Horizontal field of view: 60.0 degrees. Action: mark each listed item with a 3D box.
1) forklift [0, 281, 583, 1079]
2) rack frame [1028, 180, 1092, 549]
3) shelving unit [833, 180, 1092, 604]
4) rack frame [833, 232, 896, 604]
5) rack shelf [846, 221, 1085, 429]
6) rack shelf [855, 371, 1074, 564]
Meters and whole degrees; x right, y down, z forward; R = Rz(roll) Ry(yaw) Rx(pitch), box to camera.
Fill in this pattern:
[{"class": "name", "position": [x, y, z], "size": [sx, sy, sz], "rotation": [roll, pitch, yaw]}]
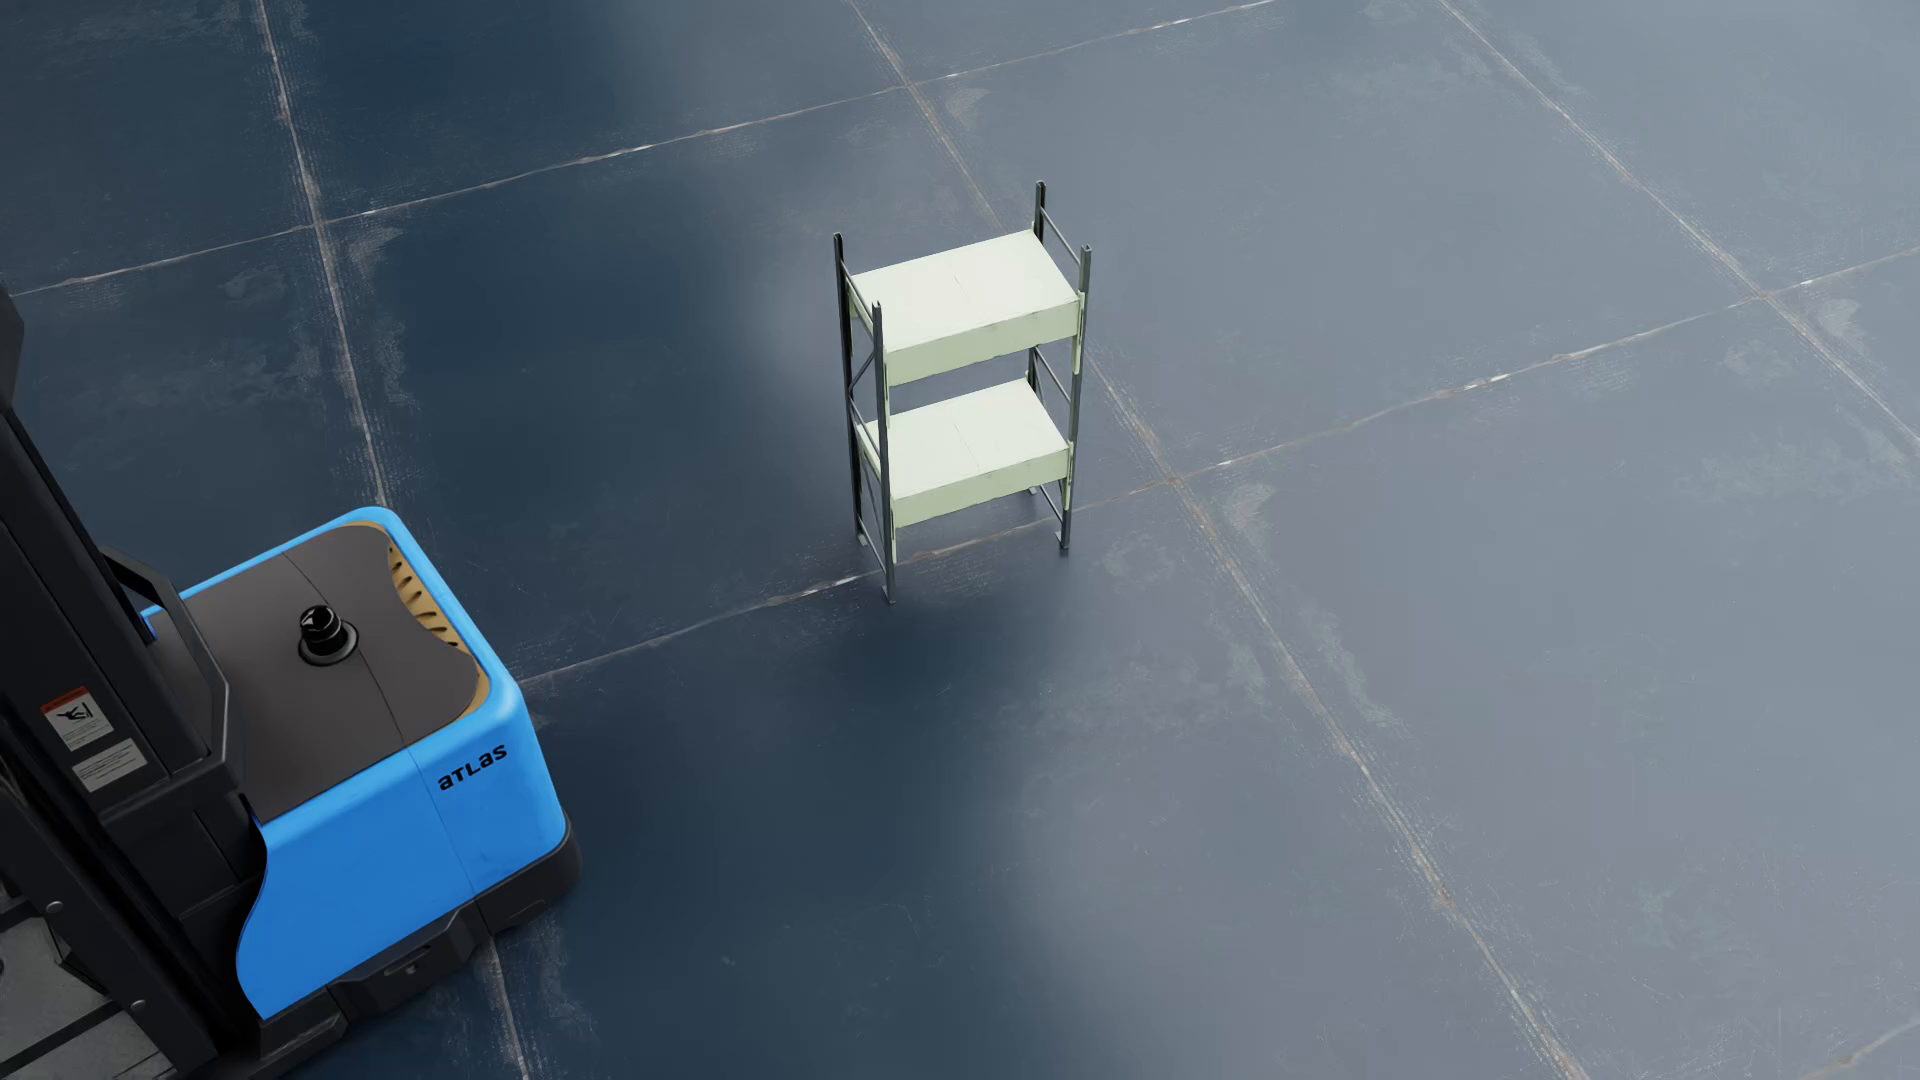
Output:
[{"class": "forklift", "position": [-2.743, 0.576, 4.164], "size": [3.031, 2.935, 1.130], "rotation": [-30, 56, -23]}, {"class": "rack frame", "position": [0.345, -0.596, 6.114], "size": [0.023, 1.500, 0.400], "rotation": [-17, 52, -14]}, {"class": "shelving unit", "position": [0.006, -0.491, 6.023], "size": [0.755, 1.500, 0.431], "rotation": [-17, 52, -14]}, {"class": "rack frame", "position": [-0.333, -0.386, 5.933], "size": [0.023, 1.500, 0.400], "rotation": [-17, 52, -14]}, {"class": "rack shelf", "position": [0.006, -0.745, 5.727], "size": [0.720, 0.370, 0.431], "rotation": [-17, 52, -14]}, {"class": "rack shelf", "position": [0.006, -0.278, 6.271], "size": [0.720, 0.370, 0.431], "rotation": [-17, 52, -14]}]
